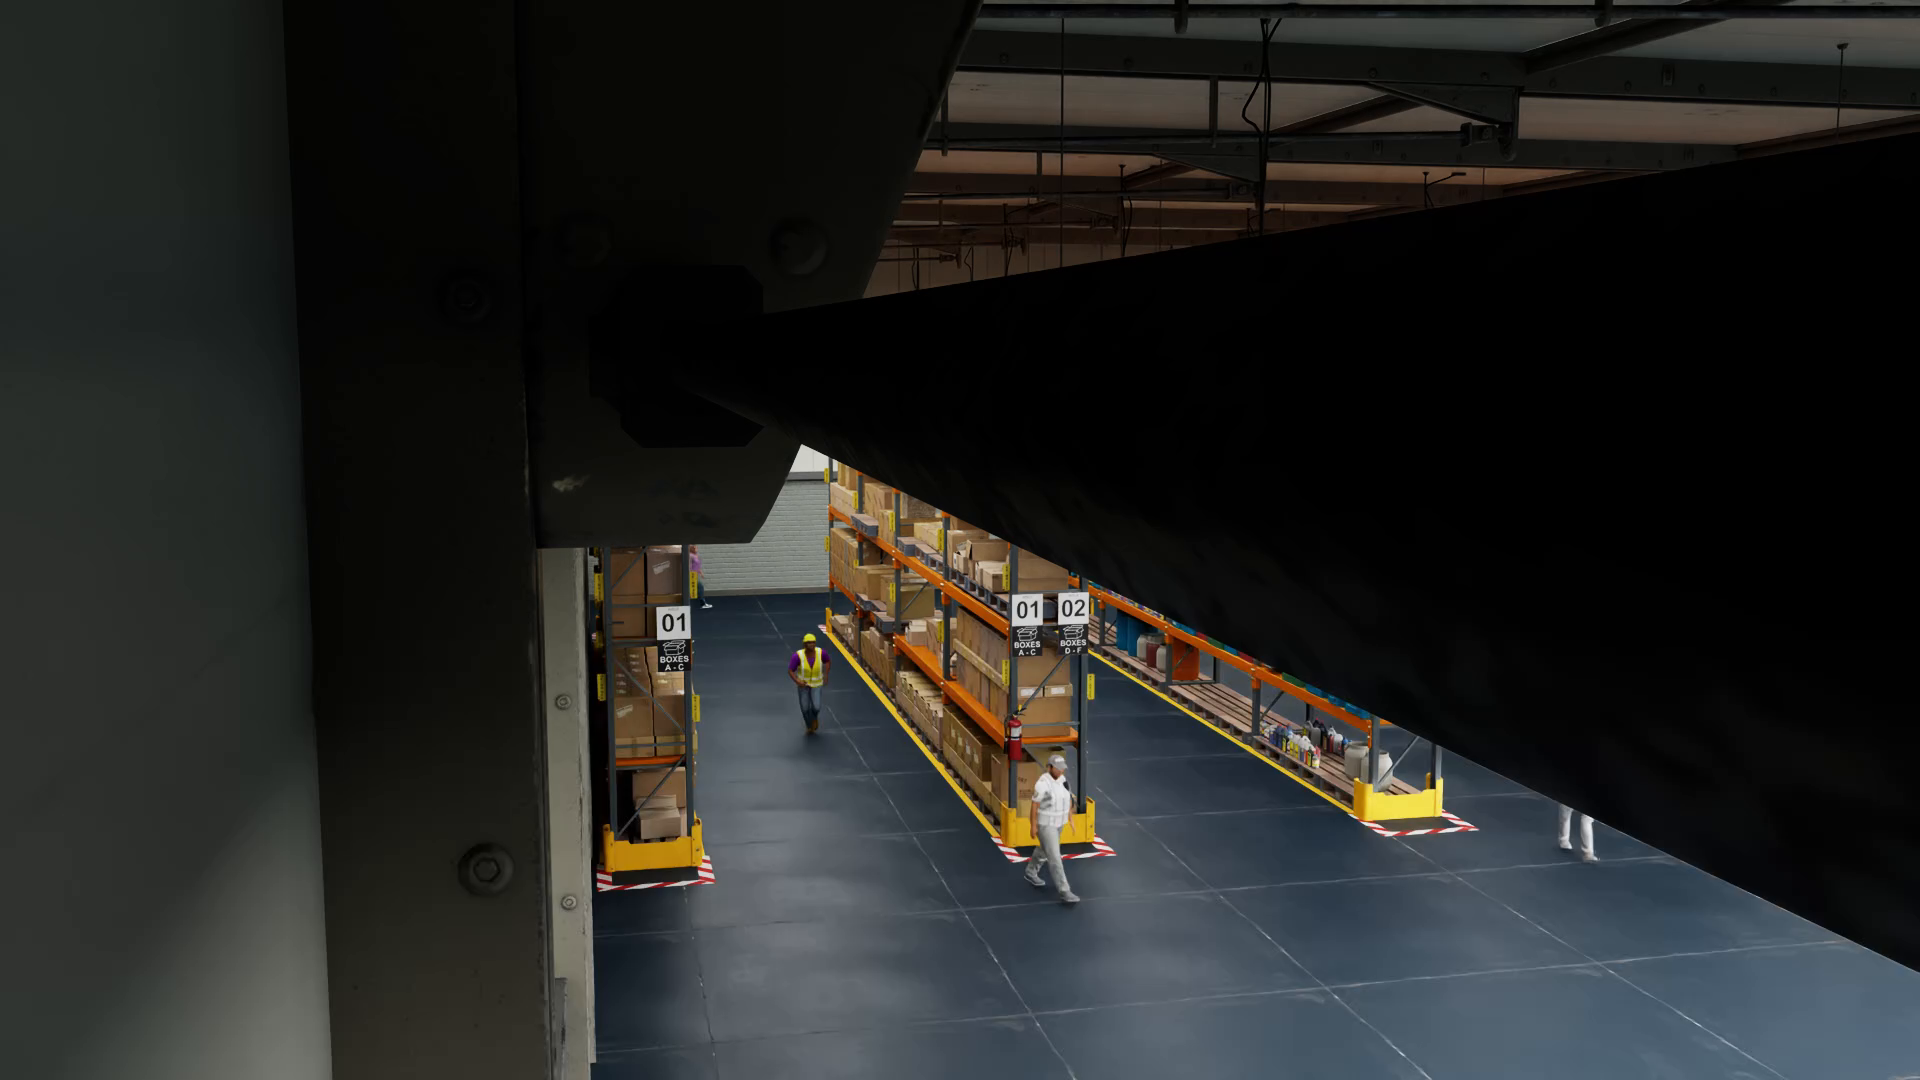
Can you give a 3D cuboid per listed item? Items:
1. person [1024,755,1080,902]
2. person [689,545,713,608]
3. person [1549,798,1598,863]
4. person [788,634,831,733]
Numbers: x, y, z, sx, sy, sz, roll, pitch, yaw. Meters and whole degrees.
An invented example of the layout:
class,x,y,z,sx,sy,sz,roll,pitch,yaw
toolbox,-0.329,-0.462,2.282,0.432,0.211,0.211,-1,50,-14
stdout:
class,x,y,z,sx,sy,sz,roll,pitch,yaw
person,1.084,3.253,19.053,0.982,1.607,0.527,5,9,38
person,-6.360,0.854,39.559,0.931,1.551,0.396,0,7,-4
person,7.571,3.049,20.465,0.634,1.737,0.911,2,7,19
person,-2.422,2.324,26.795,0.683,1.676,0.708,-1,7,-5
